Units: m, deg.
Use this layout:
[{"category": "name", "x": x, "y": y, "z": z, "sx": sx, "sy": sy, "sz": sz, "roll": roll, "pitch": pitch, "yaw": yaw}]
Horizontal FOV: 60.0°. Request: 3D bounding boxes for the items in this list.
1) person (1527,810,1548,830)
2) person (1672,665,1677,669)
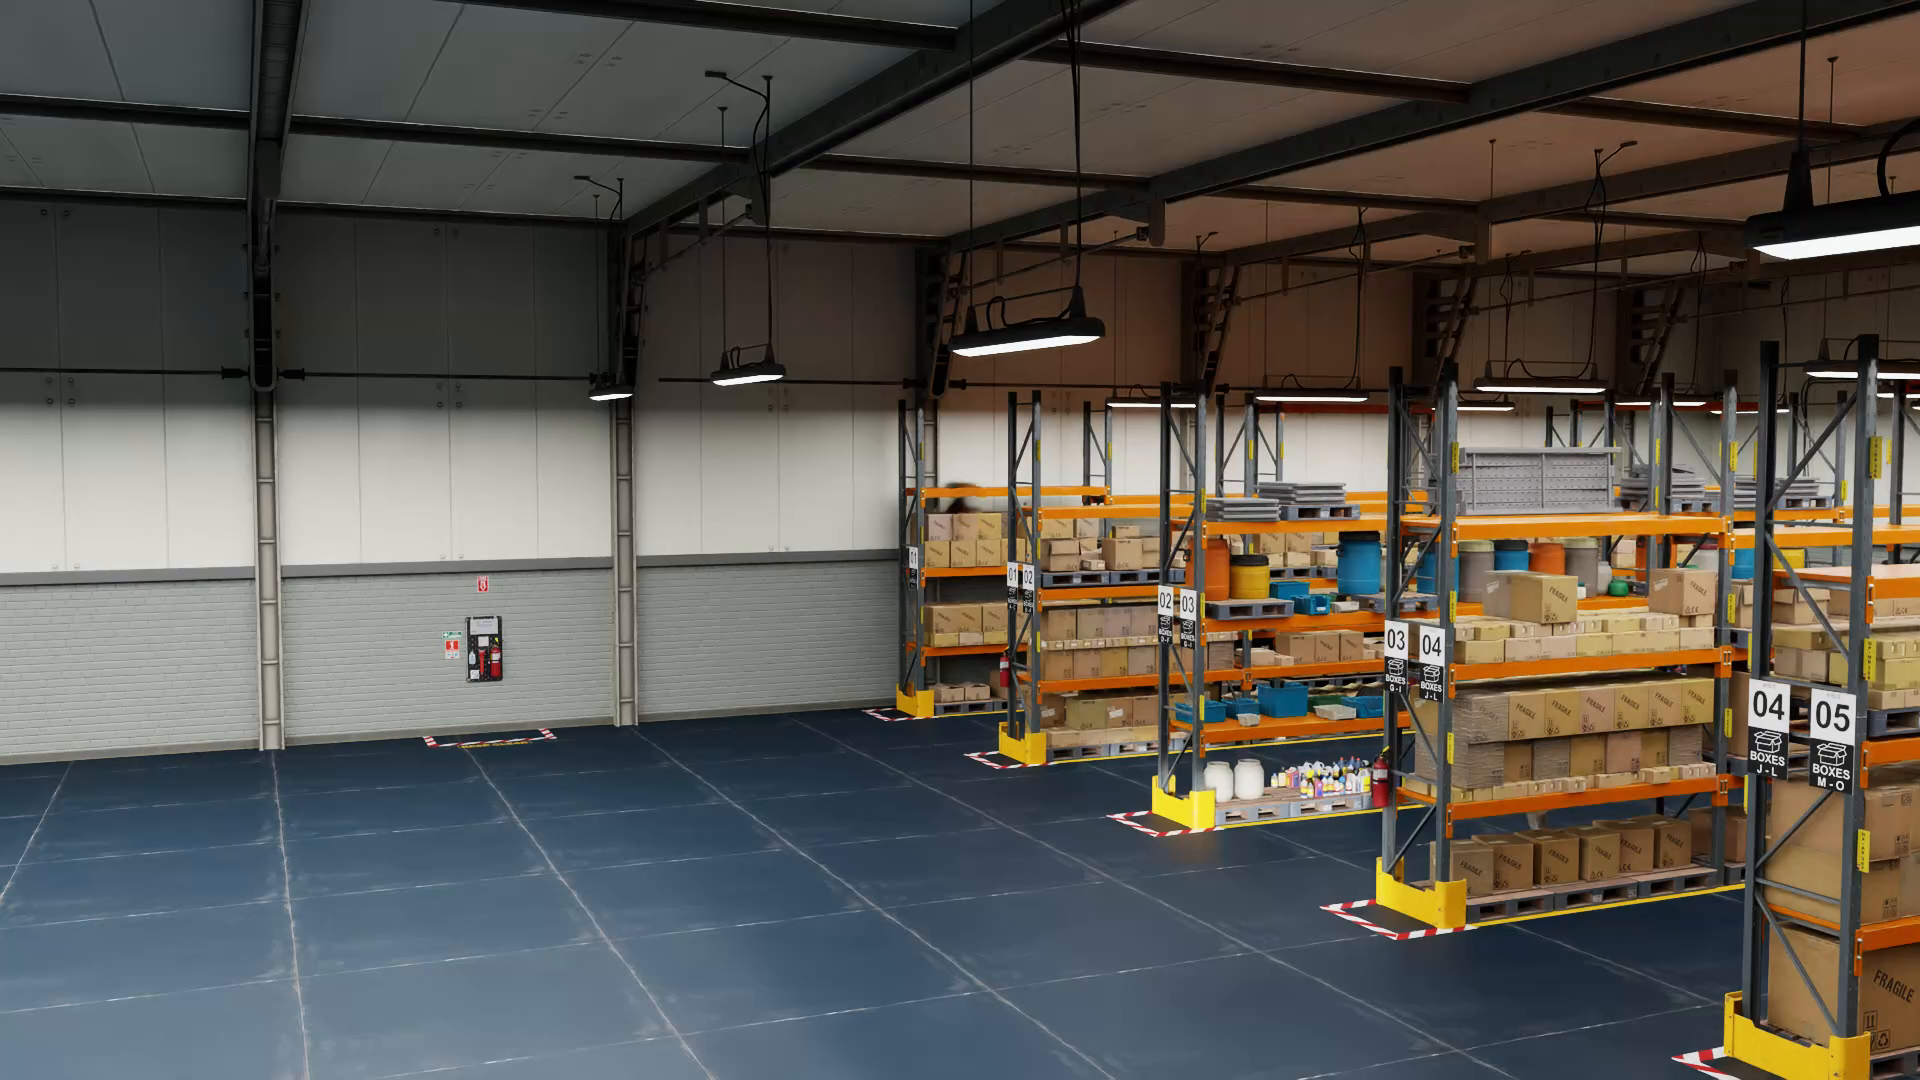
[{"category": "person", "x": 7.223, "y": 3.056, "z": 20.875, "sx": 0.400, "sy": 1.801, "sz": 0.594, "roll": 2, "pitch": 4, "yaw": 28}, {"category": "person", "x": 15.022, "y": 2.361, "z": 35.107, "sx": 0.530, "sy": 1.471, "sz": 0.478, "roll": 0, "pitch": 3, "yaw": -4}]
